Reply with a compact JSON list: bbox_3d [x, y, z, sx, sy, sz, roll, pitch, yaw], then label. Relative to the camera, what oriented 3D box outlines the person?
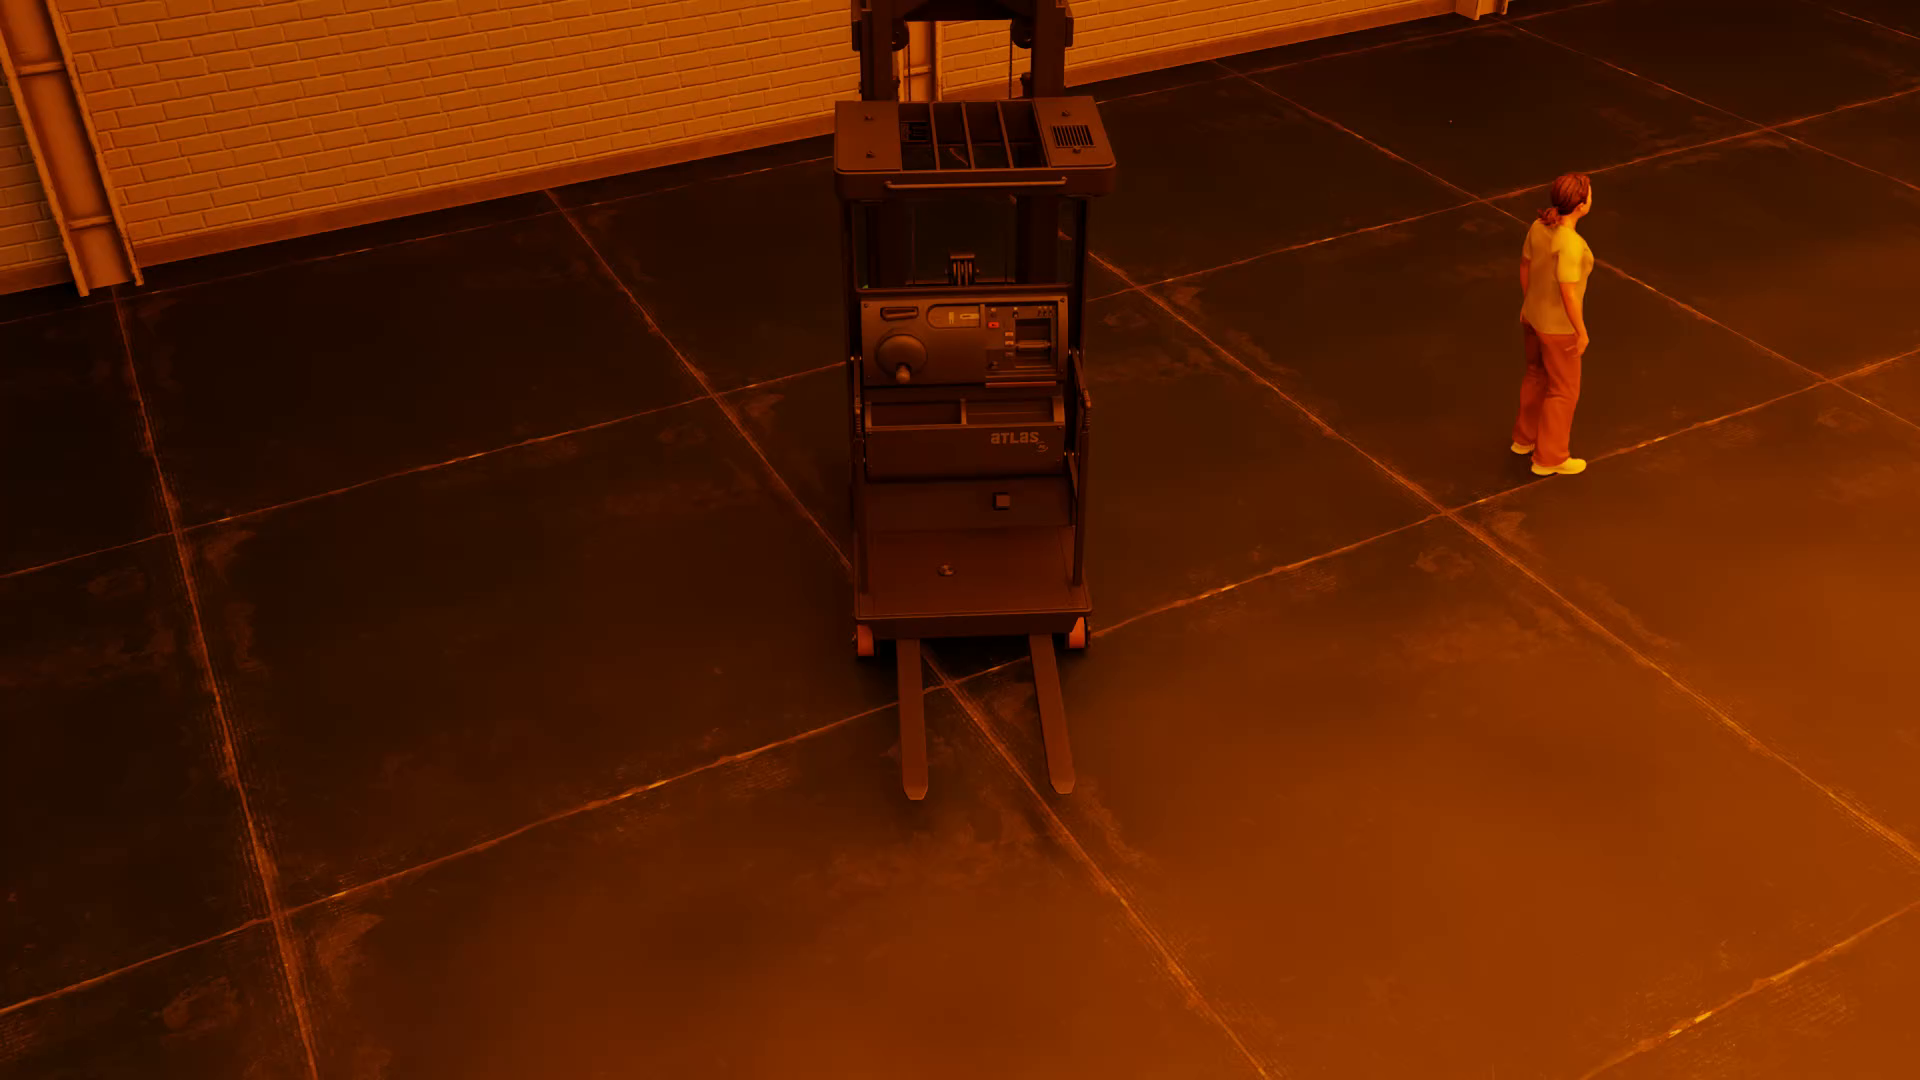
[{"bbox_3d":[3.185,-1.150,8.848,0.482,1.687,0.538,-7,36,-10],"label":"person"}]

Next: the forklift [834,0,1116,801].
[{"bbox_3d":[0.036,-0.839,7.309,1.130,2.935,3.031,-2,35,-3],"label":"forklift"}]
